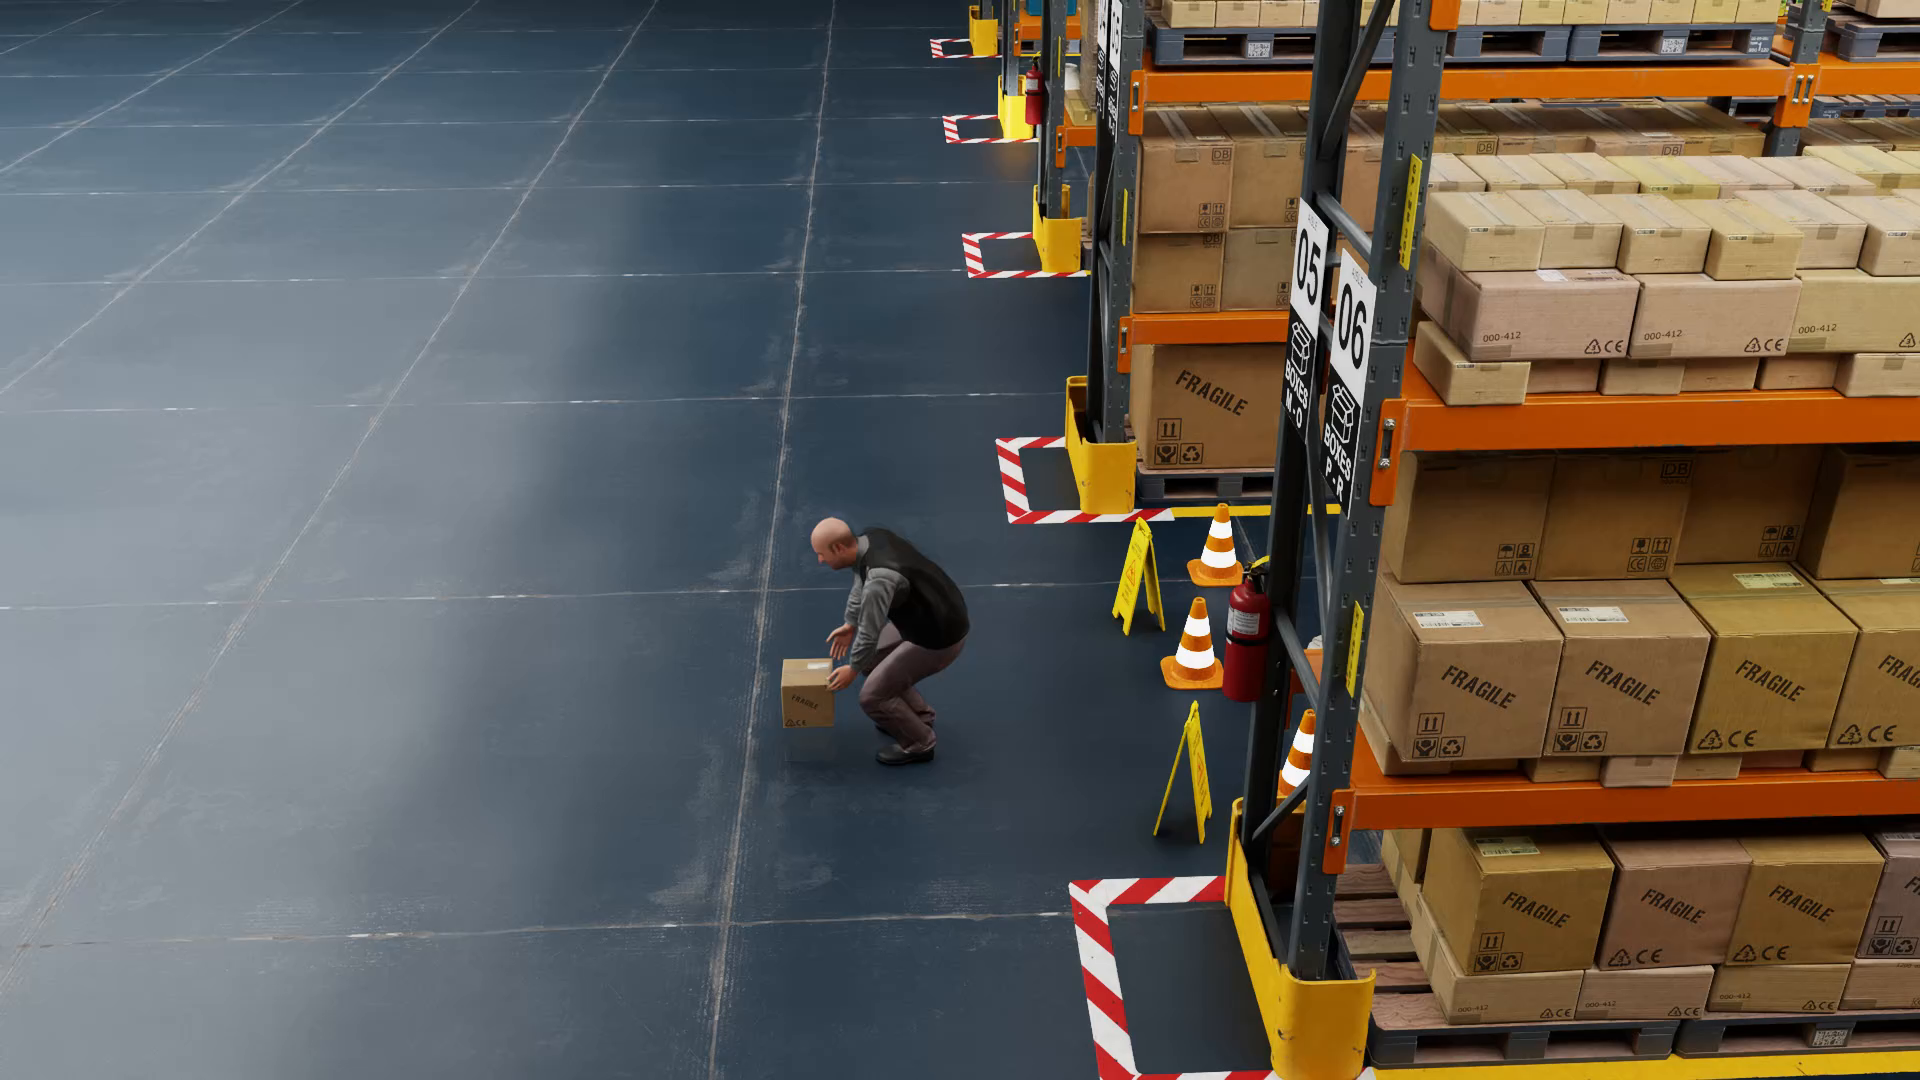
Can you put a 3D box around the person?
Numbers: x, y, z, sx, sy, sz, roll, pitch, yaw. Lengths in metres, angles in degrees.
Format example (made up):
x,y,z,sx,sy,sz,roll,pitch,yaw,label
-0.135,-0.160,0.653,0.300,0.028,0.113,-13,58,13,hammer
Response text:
x,y,z,sx,sy,sz,roll,pitch,yaw,label
-0.330,0.479,8.165,0.754,1.318,0.590,-1,27,-3,person
